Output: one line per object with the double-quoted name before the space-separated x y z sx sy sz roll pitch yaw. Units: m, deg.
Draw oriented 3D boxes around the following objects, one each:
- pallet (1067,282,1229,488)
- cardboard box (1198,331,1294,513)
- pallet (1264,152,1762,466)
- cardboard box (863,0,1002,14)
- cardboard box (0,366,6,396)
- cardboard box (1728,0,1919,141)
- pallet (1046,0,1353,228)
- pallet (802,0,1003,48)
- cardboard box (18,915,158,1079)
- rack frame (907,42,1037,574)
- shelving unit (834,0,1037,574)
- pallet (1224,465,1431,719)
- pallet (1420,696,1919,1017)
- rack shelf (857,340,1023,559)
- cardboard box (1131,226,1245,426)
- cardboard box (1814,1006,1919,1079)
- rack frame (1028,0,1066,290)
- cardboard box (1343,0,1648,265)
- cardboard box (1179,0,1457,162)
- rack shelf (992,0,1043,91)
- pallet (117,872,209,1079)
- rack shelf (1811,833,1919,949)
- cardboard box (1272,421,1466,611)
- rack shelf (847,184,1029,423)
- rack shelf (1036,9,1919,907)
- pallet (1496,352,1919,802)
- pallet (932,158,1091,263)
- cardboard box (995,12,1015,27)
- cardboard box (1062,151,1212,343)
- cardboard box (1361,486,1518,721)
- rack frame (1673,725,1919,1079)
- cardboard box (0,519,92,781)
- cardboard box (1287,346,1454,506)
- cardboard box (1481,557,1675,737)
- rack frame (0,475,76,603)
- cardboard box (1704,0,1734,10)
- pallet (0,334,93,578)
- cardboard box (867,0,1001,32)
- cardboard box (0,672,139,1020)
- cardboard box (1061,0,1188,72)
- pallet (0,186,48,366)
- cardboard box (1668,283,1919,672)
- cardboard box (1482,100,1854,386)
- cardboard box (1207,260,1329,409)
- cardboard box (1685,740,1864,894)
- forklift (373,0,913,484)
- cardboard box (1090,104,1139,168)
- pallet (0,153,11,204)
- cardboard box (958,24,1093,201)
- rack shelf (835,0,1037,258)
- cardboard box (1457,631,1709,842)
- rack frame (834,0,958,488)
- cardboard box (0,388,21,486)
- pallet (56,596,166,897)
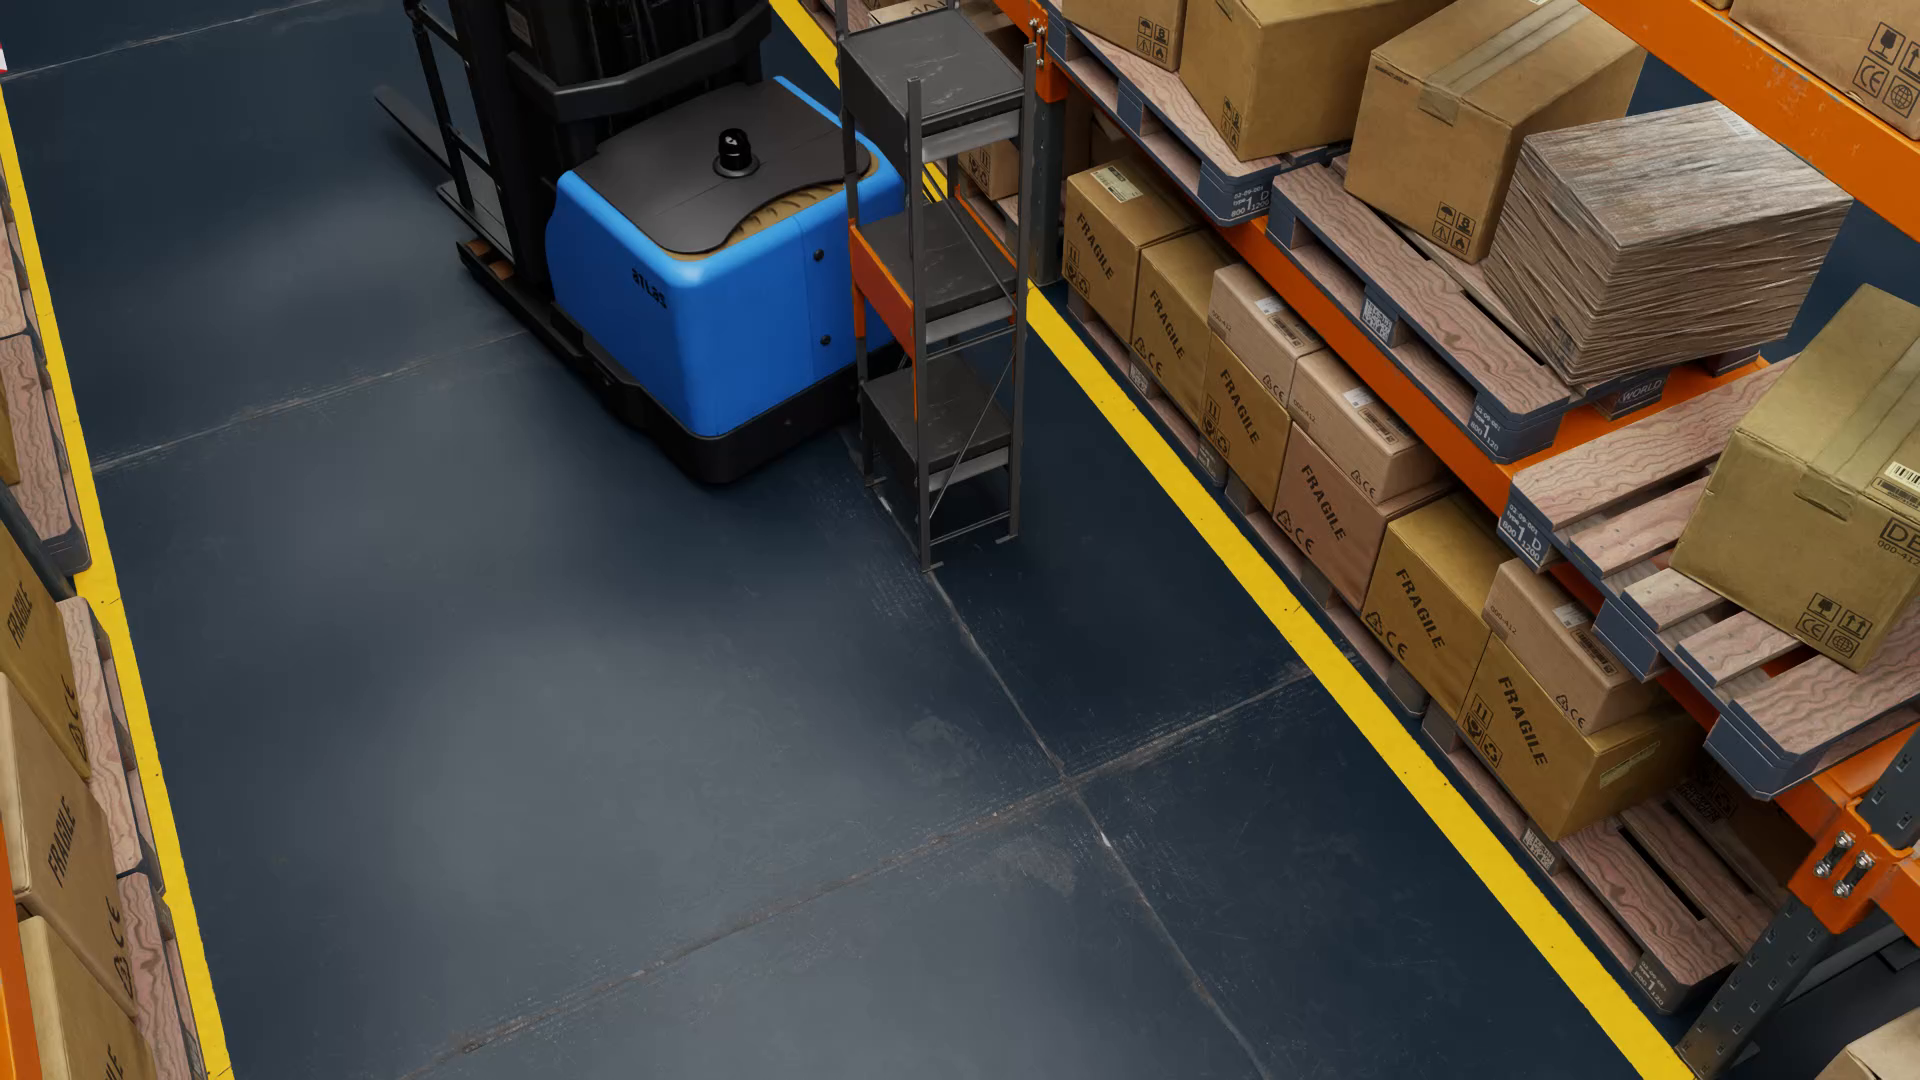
"pallet" 1.162 -0.836 6.841 1.003 0.211 1.213 -21 52 -18
"cardboard box" 1.236 -0.509 6.071 0.500 0.500 0.500 -21 52 -17
"pallet" 1.692 -0.845 5.124 1.003 0.211 1.213 -21 52 -18
"cardboard box" -0.109 -2.864 8.128 0.797 0.503 0.637 -21 52 -18
"cardboard box" -4.125 -0.765 6.308 0.700 0.500 0.500 -22 52 -18
"cardboard box" 2.123 -1.250 3.291 0.910 0.500 0.500 -21 52 -18
"pallet" 1.024 -1.649 5.827 1.003 0.211 1.213 -21 52 -18
"pallet" -0.120 -2.645 8.423 1.003 0.211 1.213 -21 52 -18
"cardboard box" -2.432 1.544 4.056 0.750 0.750 0.750 -21 52 -18
"rack frame" 0.036 -0.639 5.414 0.400 2.100 0.015 -21 52 -18
"shelving unit" -0.076 -0.802 5.557 0.431 2.100 0.503 -21 52 -18
"pallet" 1.724 -0.018 6.126 1.003 0.211 1.213 -21 52 -18
"pallet" 2.278 0.797 5.412 1.003 0.211 1.213 -21 52 -18
"rack shelf" -0.076 -0.332 6.094 0.431 0.518 0.480 -21 52 -18
"cardboard box" 1.014 -0.846 6.366 0.500 0.500 0.500 -20 52 -17
"cardboard box" 2.565 1.426 4.185 0.500 0.311 0.500 -20 52 -16
"rack frame" 0.756 -2.285 6.256 1.000 3.000 0.127 -21 52 -18
"cardboard box" 1.619 -1.295 5.044 0.700 0.500 0.500 -34 57 -26
"cardboard box" 1.145 -1.624 5.332 0.700 0.500 0.500 -14 50 -12
"rack shelf" -0.160 -3.387 7.697 1.077 0.370 4.000 -21 52 -18
"pallet" -2.665 1.650 4.667 1.003 0.211 1.213 -21 52 -18
"rack shelf" 3.501 1.967 3.014 1.077 0.370 4.000 -21 52 -18
"cardboard box" 1.467 -0.171 5.775 0.500 0.500 0.500 -23 53 -19
"rack shelf" -0.076 -0.793 5.567 0.431 0.518 0.480 -21 52 -18
"rack shelf" 1.671 -0.710 5.356 1.077 0.370 4.000 -21 52 -18
"pallet" 2.214 0.026 4.362 1.213 0.211 1.003 -21 52 -18
"pallet" 0.442 -1.827 7.708 1.003 0.211 1.213 -21 52 -18
"cardboard box" 0.351 -2.428 7.971 0.380 0.166 0.250 -21 52 -18
"cardboard box" 0.760 -1.199 6.675 0.500 0.500 0.500 -23 53 -19
"cardboard box" 1.713 0.179 5.469 0.500 0.500 0.500 -23 53 -19
"rack frame" 2.586 0.392 3.914 1.000 3.000 0.127 -21 52 -18
"cardboard box" -3.234 0.383 5.071 0.750 0.750 0.750 -21 52 -17
"cardboard box" 1.448 -0.441 5.513 0.500 0.250 0.500 -22 52 -18
"cardboard box" 1.920 0.242 4.916 0.500 0.250 0.500 -19 52 -16
"rack frame" -3.647 -0.576 4.761 1.000 3.000 0.127 -21 52 -18
"cardboard box" 1.885 -1.598 3.596 0.910 0.500 0.500 -21 52 -18
"pallet" -3.926 -0.194 6.280 1.003 0.211 1.213 -21 52 -18
"cardboard box" -0.100 -2.330 7.789 0.500 0.311 0.500 -21 52 -18
"cardboard box" -2.825 0.977 4.552 0.750 0.750 0.750 -20 52 -16
"cardboard box" 0.774 -2.062 5.715 0.500 0.500 0.700 35 58 27
"pallet" -4.488 -1.012 6.995 1.003 0.211 1.213 -21 52 -18
"cardboard box" 2.198 -0.162 4.053 0.500 0.500 0.700 35 58 27
"cardboard box" 1.949 -0.840 4.646 0.700 0.500 0.500 -12 50 -11
"cardboard box" 1.218 -0.777 5.807 0.500 0.250 0.500 -21 52 -17
"cardboard box" 2.632 0.667 5.042 0.500 0.500 0.500 -19 52 -16
"forklift" -1.523 -2.223 6.247 1.130 2.935 3.031 -33 56 -25
"cardboard box" 0.756 -1.900 7.413 0.500 0.311 0.500 -21 52 -18
"pallet" -5.042 -1.827 7.708 1.003 0.211 1.213 -21 52 -18
"cardboard box" 0.243 -1.891 7.279 0.500 0.500 0.500 -21 52 -18
"rack shelf" -0.076 -1.254 5.040 0.431 0.518 0.480 -21 52 -18
"cardboard box" 1.949 0.525 5.166 0.500 0.500 0.500 -19 52 -16
"rack frame" -0.187 -0.965 5.699 0.400 2.100 0.015 -21 52 -18
"cardboard box" -3.898 -0.427 6.013 0.700 0.500 0.500 -21 52 -17
"pallet" -3.227 0.832 5.382 1.003 0.211 1.213 -21 52 -18
